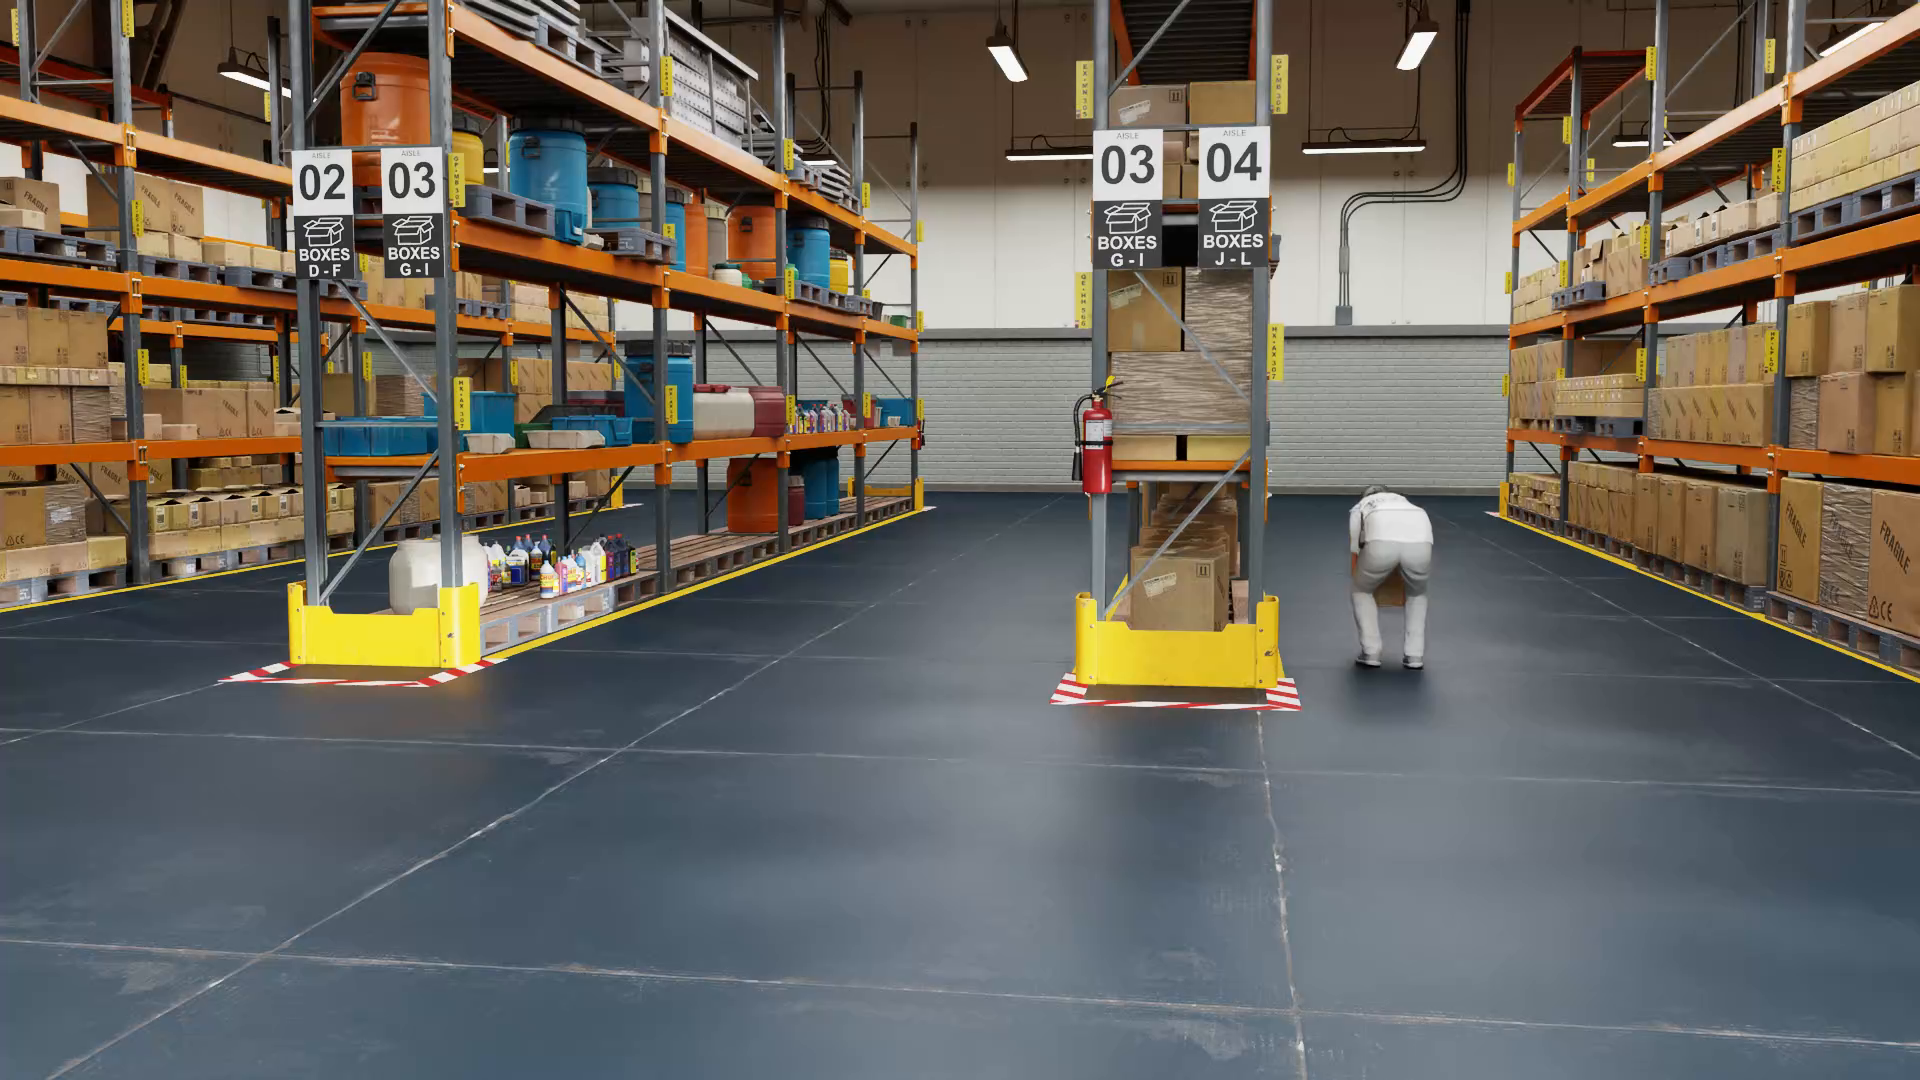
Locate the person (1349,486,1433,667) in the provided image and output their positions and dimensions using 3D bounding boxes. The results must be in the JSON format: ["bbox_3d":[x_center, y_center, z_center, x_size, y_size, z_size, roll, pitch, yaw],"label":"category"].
[{"bbox_3d":[2.715,0.227,10.550,0.487,1.111,0.929,0,5,4],"label":"person"}]
